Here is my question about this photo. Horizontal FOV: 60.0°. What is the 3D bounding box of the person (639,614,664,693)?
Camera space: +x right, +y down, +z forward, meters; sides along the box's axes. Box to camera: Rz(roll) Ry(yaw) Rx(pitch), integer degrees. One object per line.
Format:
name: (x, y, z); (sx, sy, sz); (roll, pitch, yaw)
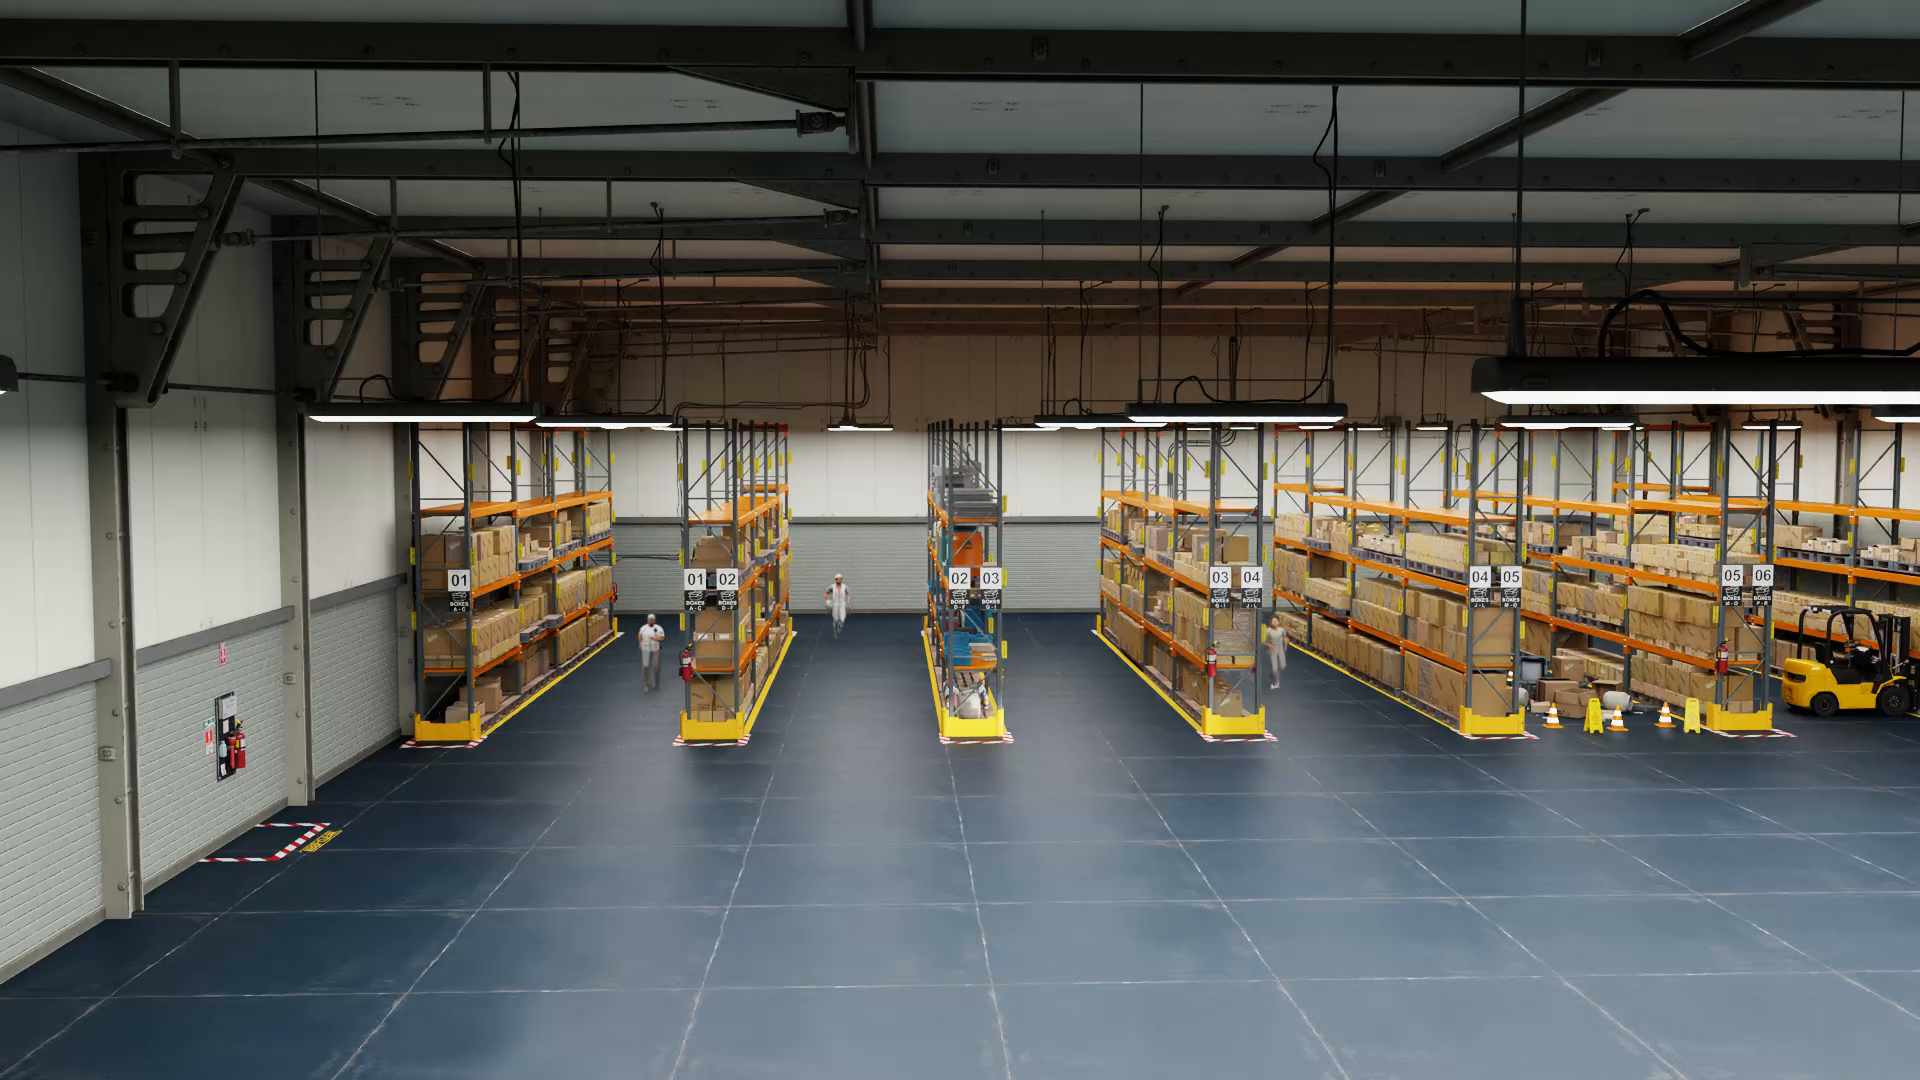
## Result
person: (-6.895, 2.504, 37.158); (0.589, 1.706, 0.830); (0, 4, -7)

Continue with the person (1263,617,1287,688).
person: (7.069, 2.494, 37.168); (0.578, 1.568, 0.599); (0, 4, -3)

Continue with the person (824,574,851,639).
person: (-3.275, 1.819, 45.117); (0.710, 1.771, 0.594); (-1, 4, -18)
